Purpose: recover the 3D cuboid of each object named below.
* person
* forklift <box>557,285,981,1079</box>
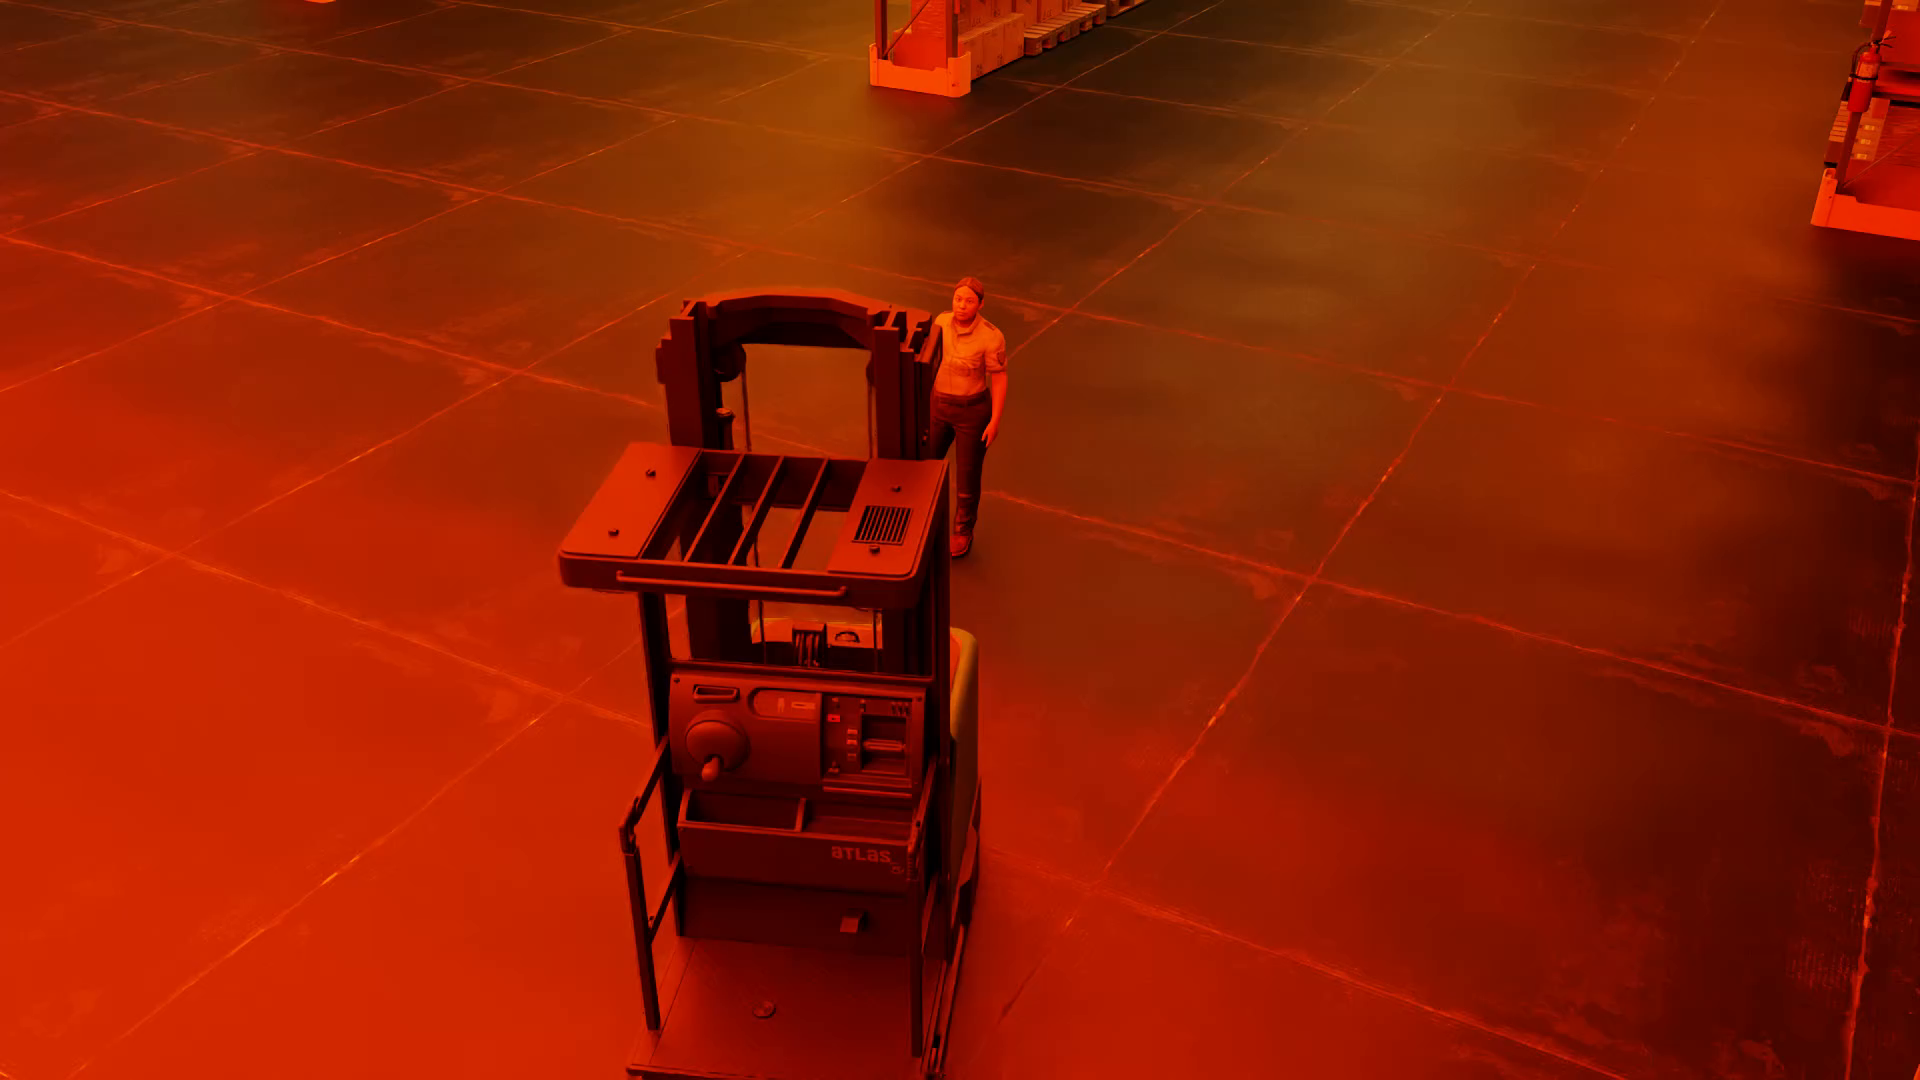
[{"bbox_3d":[-0.063,-0.686,9.529,0.599,1.650,0.503,15,33,25],"label":"person"},{"bbox_3d":[-0.612,0.742,5.785,1.130,2.935,3.031,4,30,7],"label":"forklift"}]
